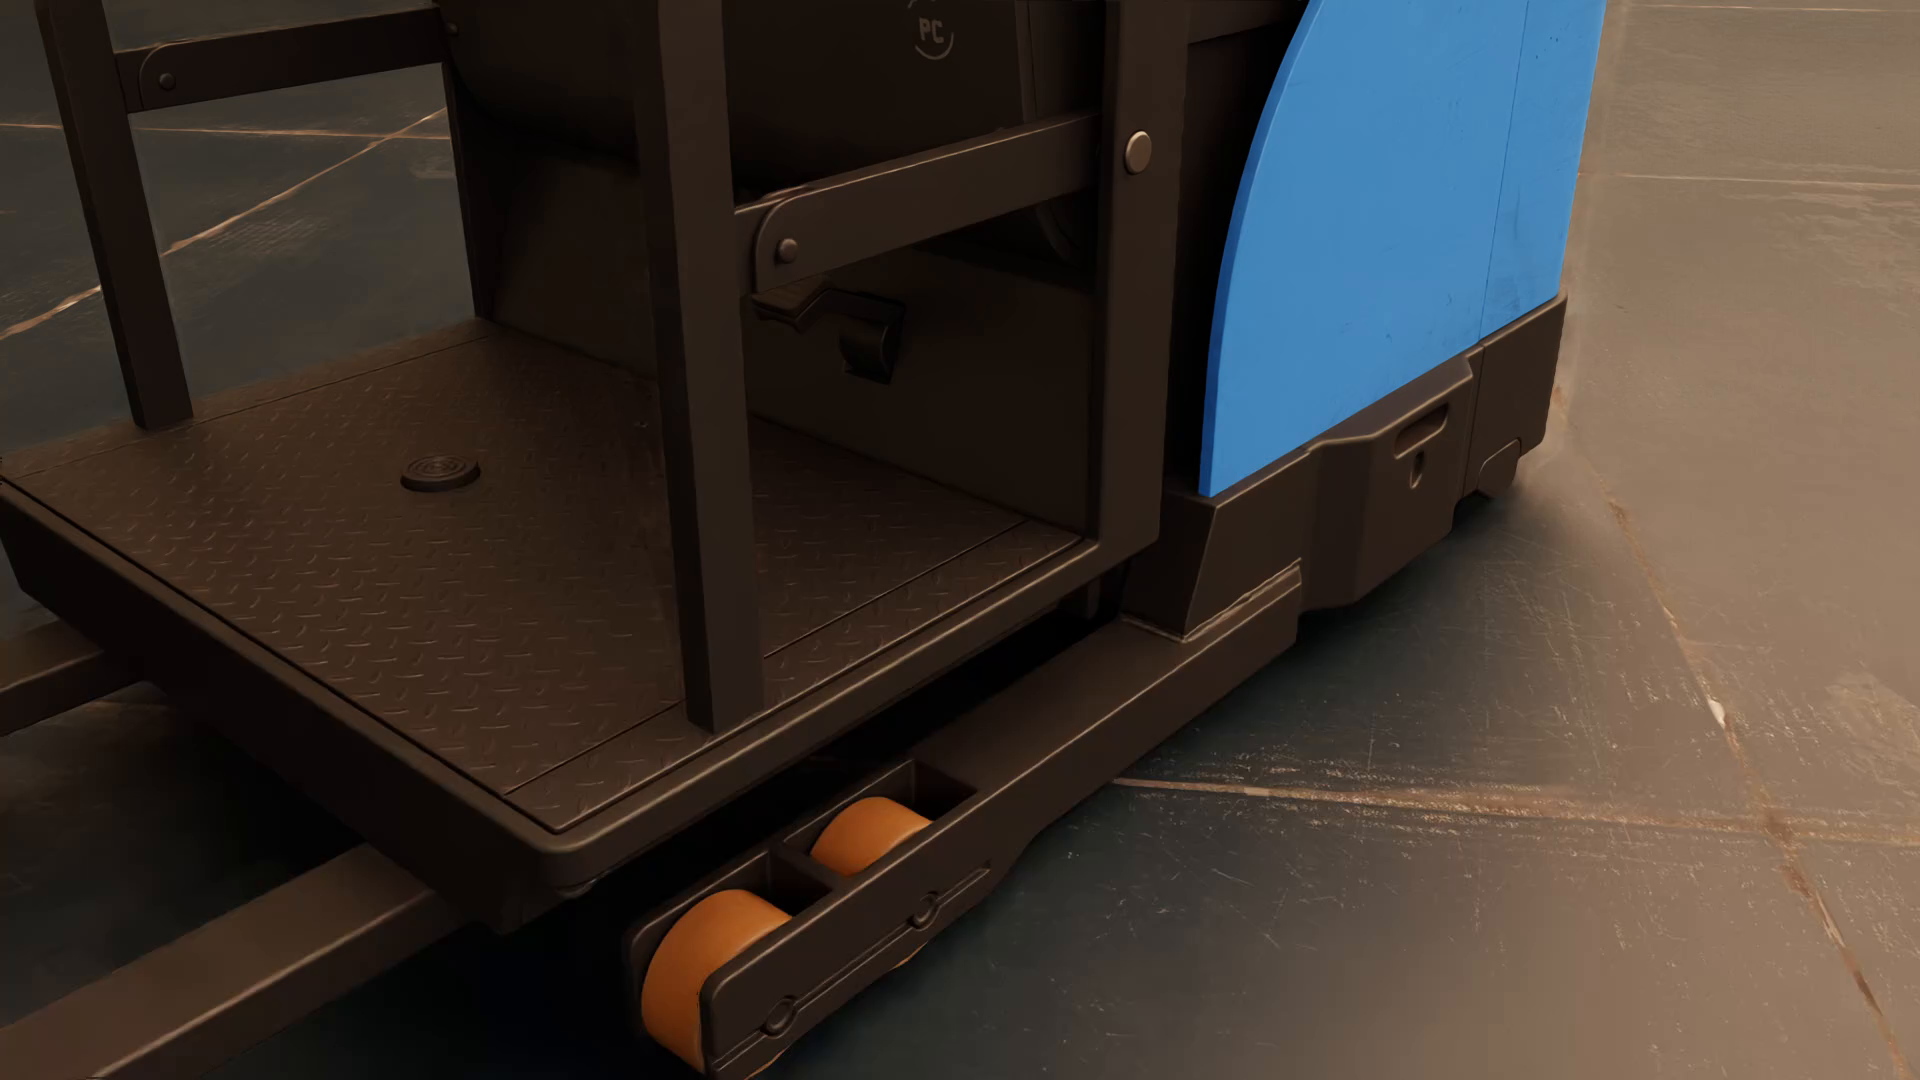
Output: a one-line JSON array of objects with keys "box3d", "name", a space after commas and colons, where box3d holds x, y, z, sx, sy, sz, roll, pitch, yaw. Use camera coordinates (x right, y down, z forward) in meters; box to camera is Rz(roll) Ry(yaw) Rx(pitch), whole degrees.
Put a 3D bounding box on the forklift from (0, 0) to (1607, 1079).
[{"box3d": [-0.399, -1.076, 1.373, 1.130, 2.935, 3.031, 21, 33, 36], "name": "forklift"}]
